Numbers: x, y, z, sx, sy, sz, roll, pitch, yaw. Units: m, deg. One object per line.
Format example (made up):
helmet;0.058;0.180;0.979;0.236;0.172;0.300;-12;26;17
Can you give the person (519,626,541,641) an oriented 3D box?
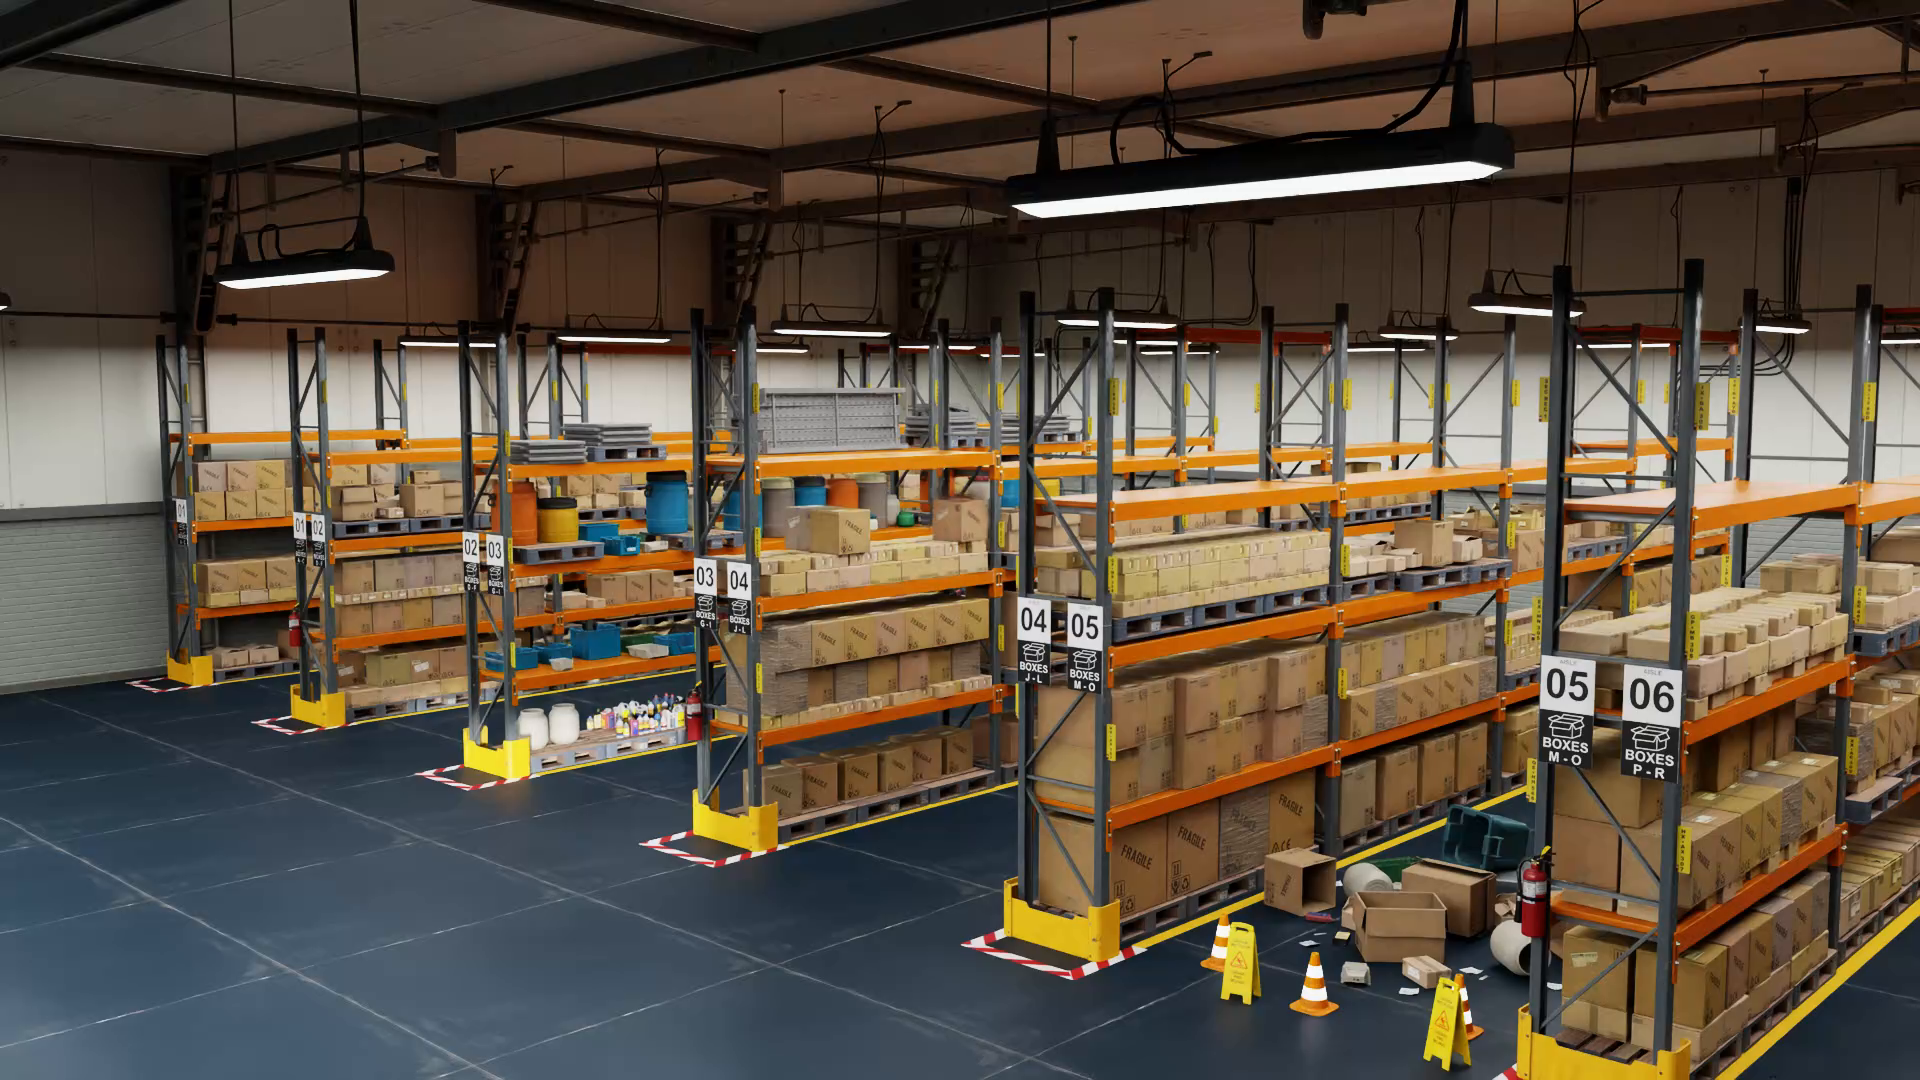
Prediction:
person;-7.845;1.458;30.658;0.487;1.631;0.872;5;7;40
